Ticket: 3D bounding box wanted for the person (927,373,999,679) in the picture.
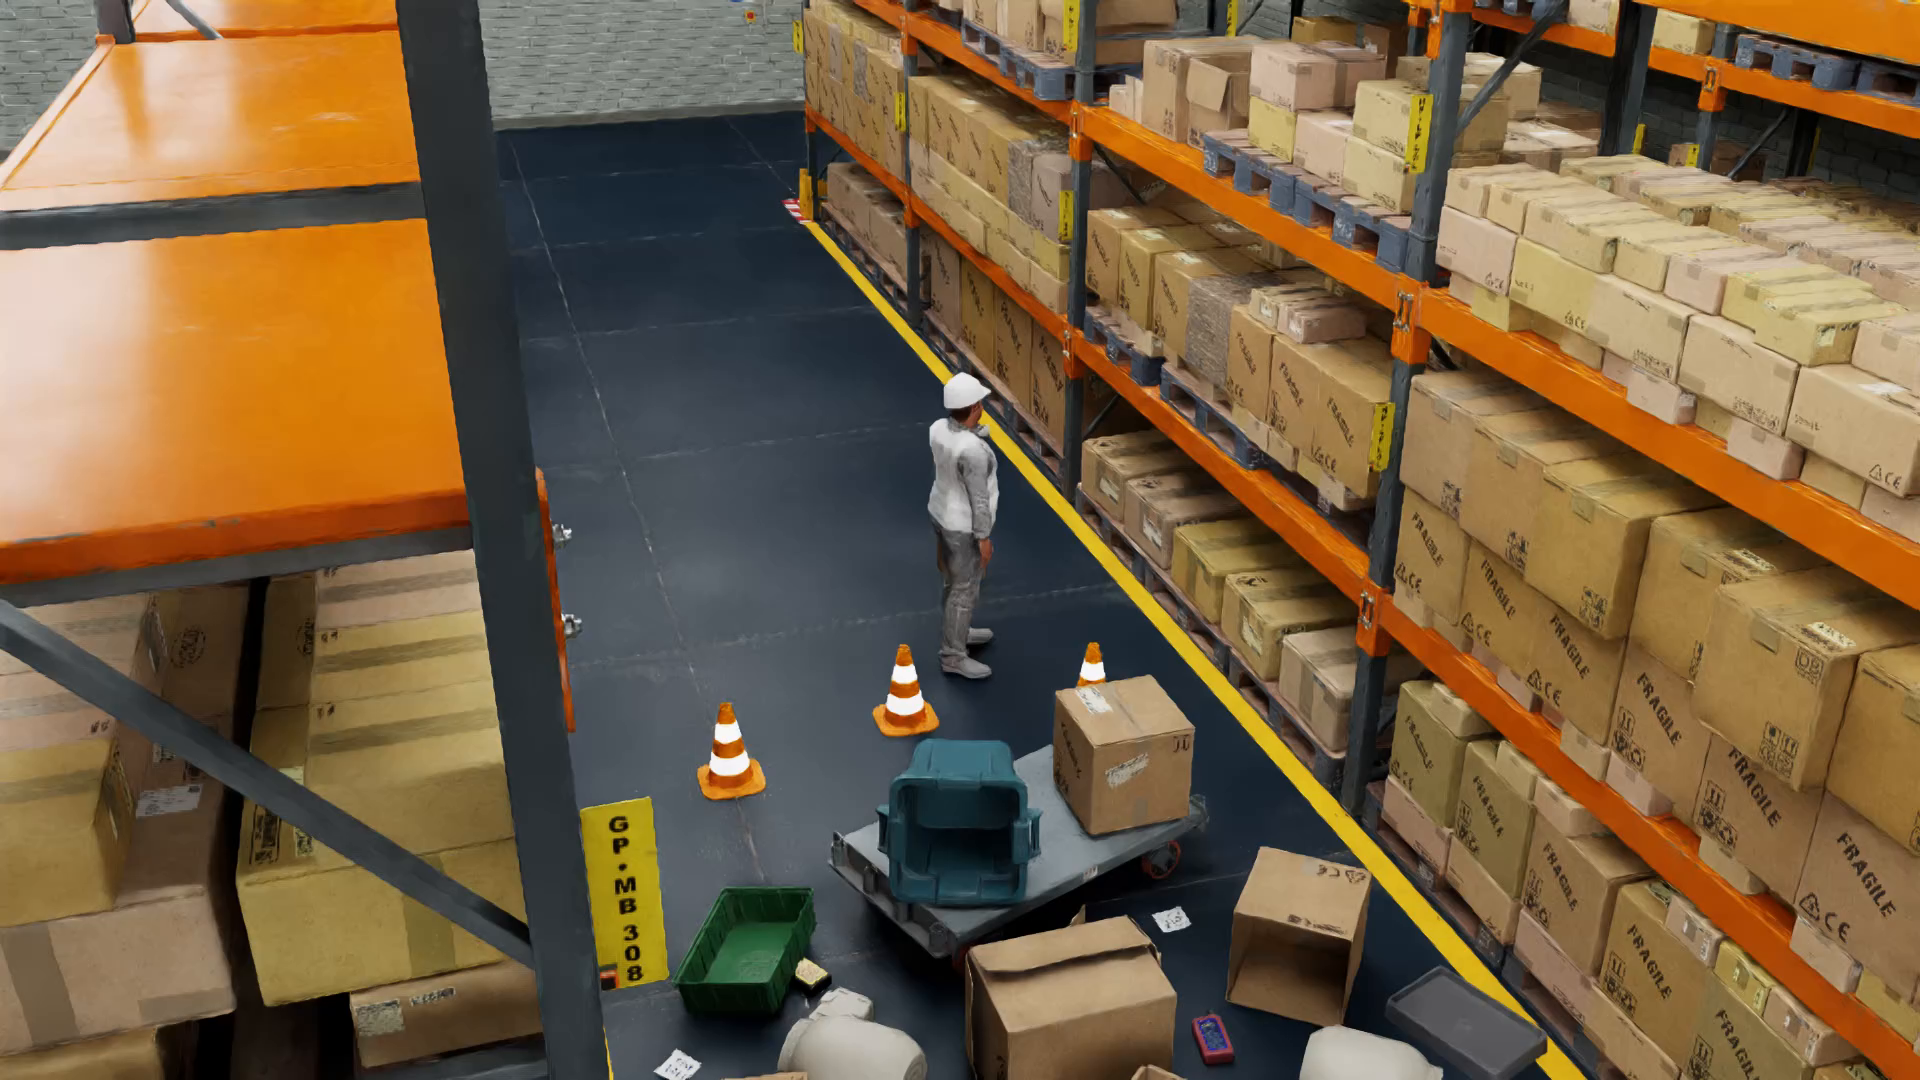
[{"bbox_3d":[0.035,-0.121,9.545,0.441,1.772,0.648,-11,28,-22],"label":"person"}]
